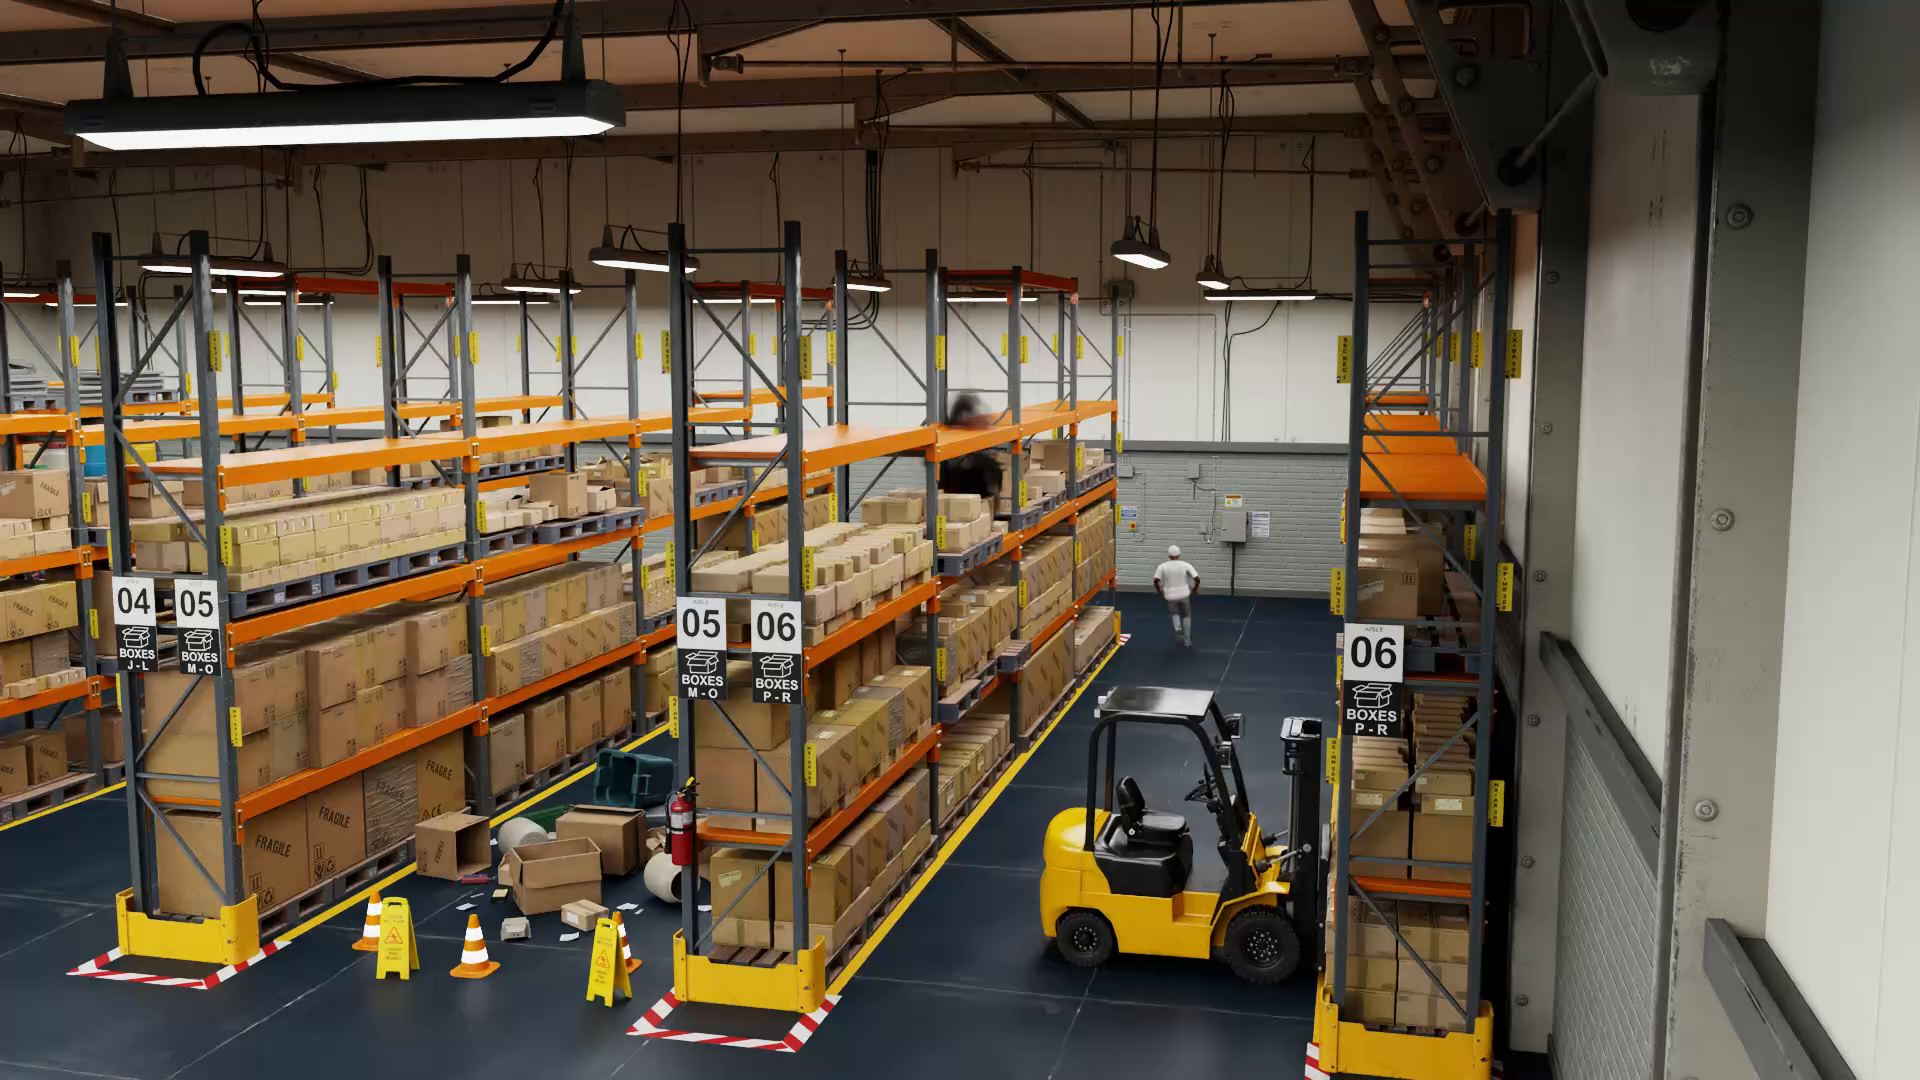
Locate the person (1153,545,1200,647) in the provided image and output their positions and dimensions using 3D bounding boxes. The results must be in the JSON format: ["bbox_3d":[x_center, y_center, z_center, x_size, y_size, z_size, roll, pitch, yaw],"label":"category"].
[{"bbox_3d":[3.625,0.934,27.859,0.762,1.707,0.537,1,7,9],"label":"person"}]

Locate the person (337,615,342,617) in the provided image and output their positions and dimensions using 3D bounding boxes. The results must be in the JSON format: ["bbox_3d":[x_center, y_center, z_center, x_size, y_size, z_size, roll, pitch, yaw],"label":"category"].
[{"bbox_3d":[-7.980,1.740,21.337,0.584,1.754,0.760,2,7,15],"label":"person"}]

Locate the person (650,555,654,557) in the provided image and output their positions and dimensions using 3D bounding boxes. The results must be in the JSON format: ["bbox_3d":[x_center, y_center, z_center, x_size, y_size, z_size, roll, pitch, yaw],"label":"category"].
[{"bbox_3d":[-4.927,1.061,26.844,0.611,1.645,0.934,2,7,13],"label":"person"}]
